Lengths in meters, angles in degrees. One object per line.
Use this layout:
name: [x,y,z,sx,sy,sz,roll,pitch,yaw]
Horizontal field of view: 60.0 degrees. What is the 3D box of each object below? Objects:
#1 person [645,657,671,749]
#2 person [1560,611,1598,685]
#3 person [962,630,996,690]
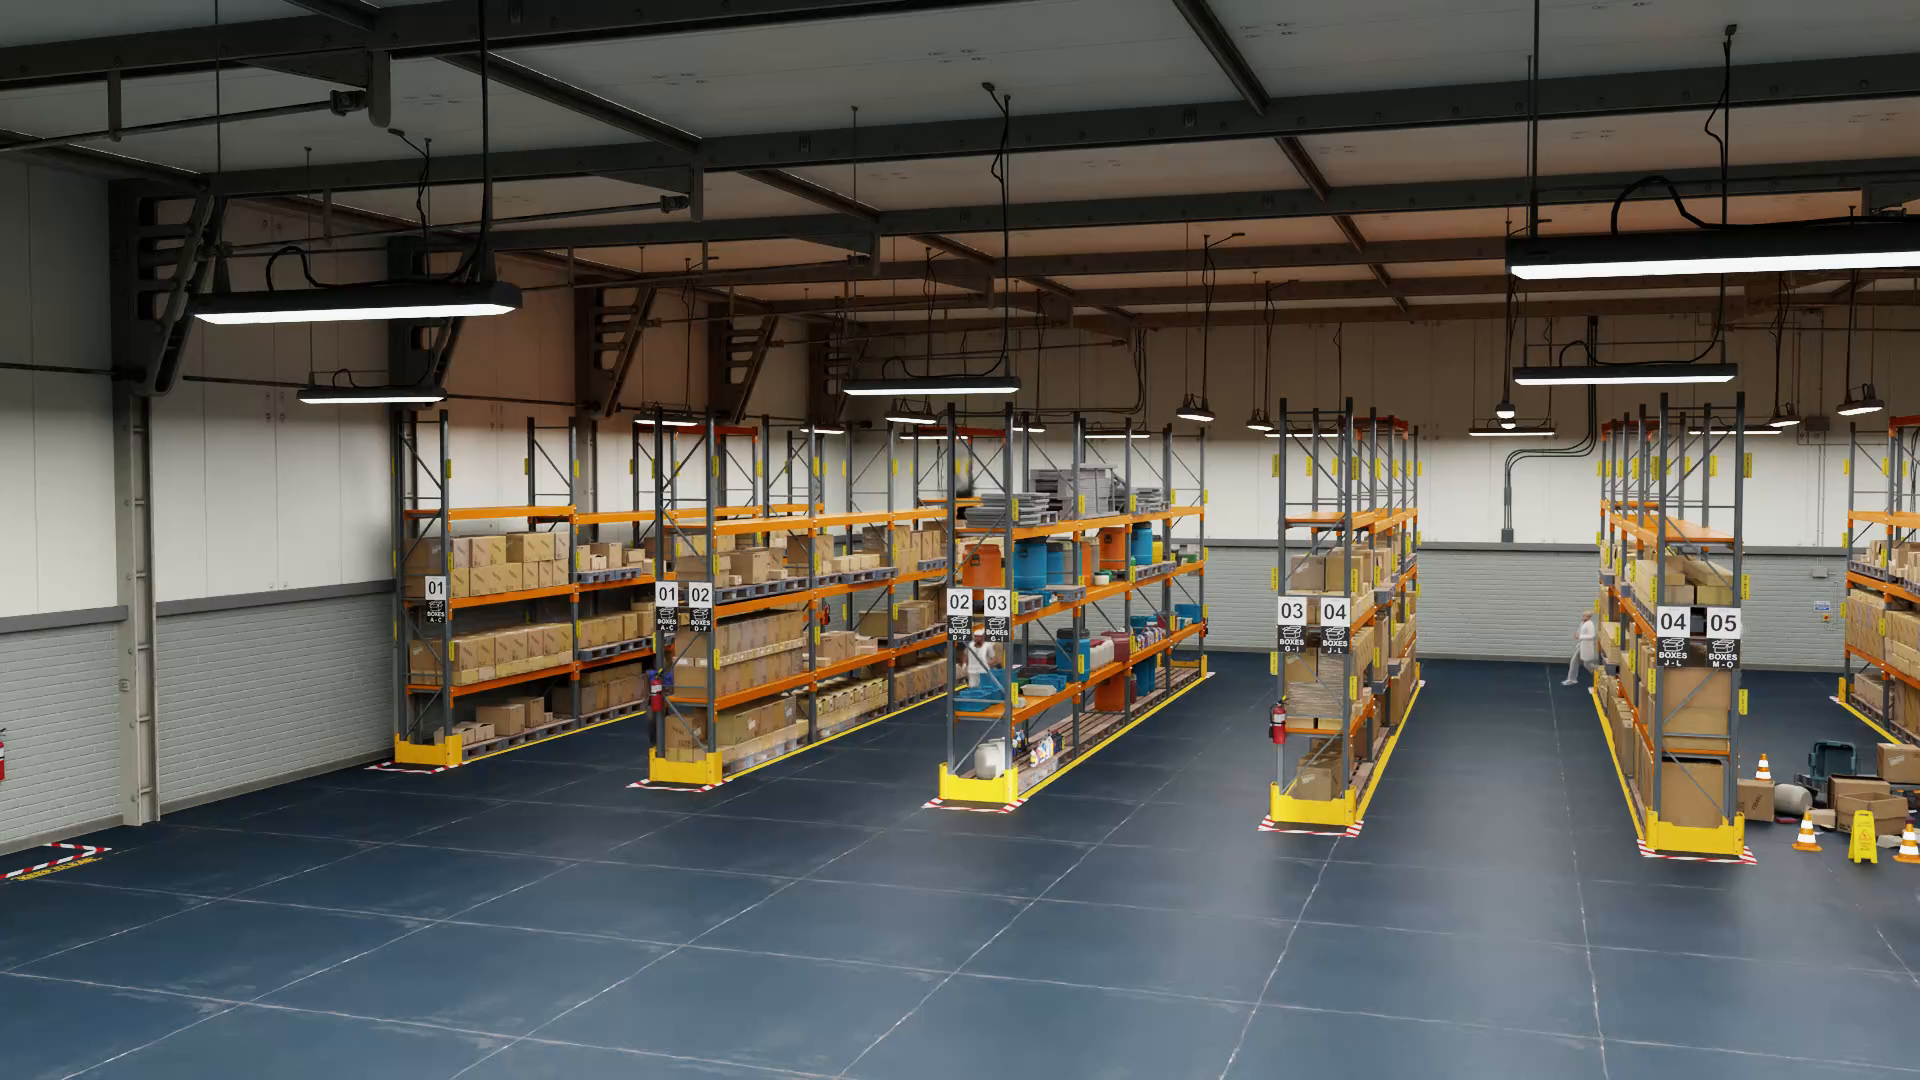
person: [-5.376,2.913,29.561,0.537,1.712,0.807,0,2,5]
person: [14.377,2.488,38.113,1.024,1.751,0.739,0,2,4]
person: [0.368,2.677,33.286,0.691,1.774,0.879,1,3,12]
